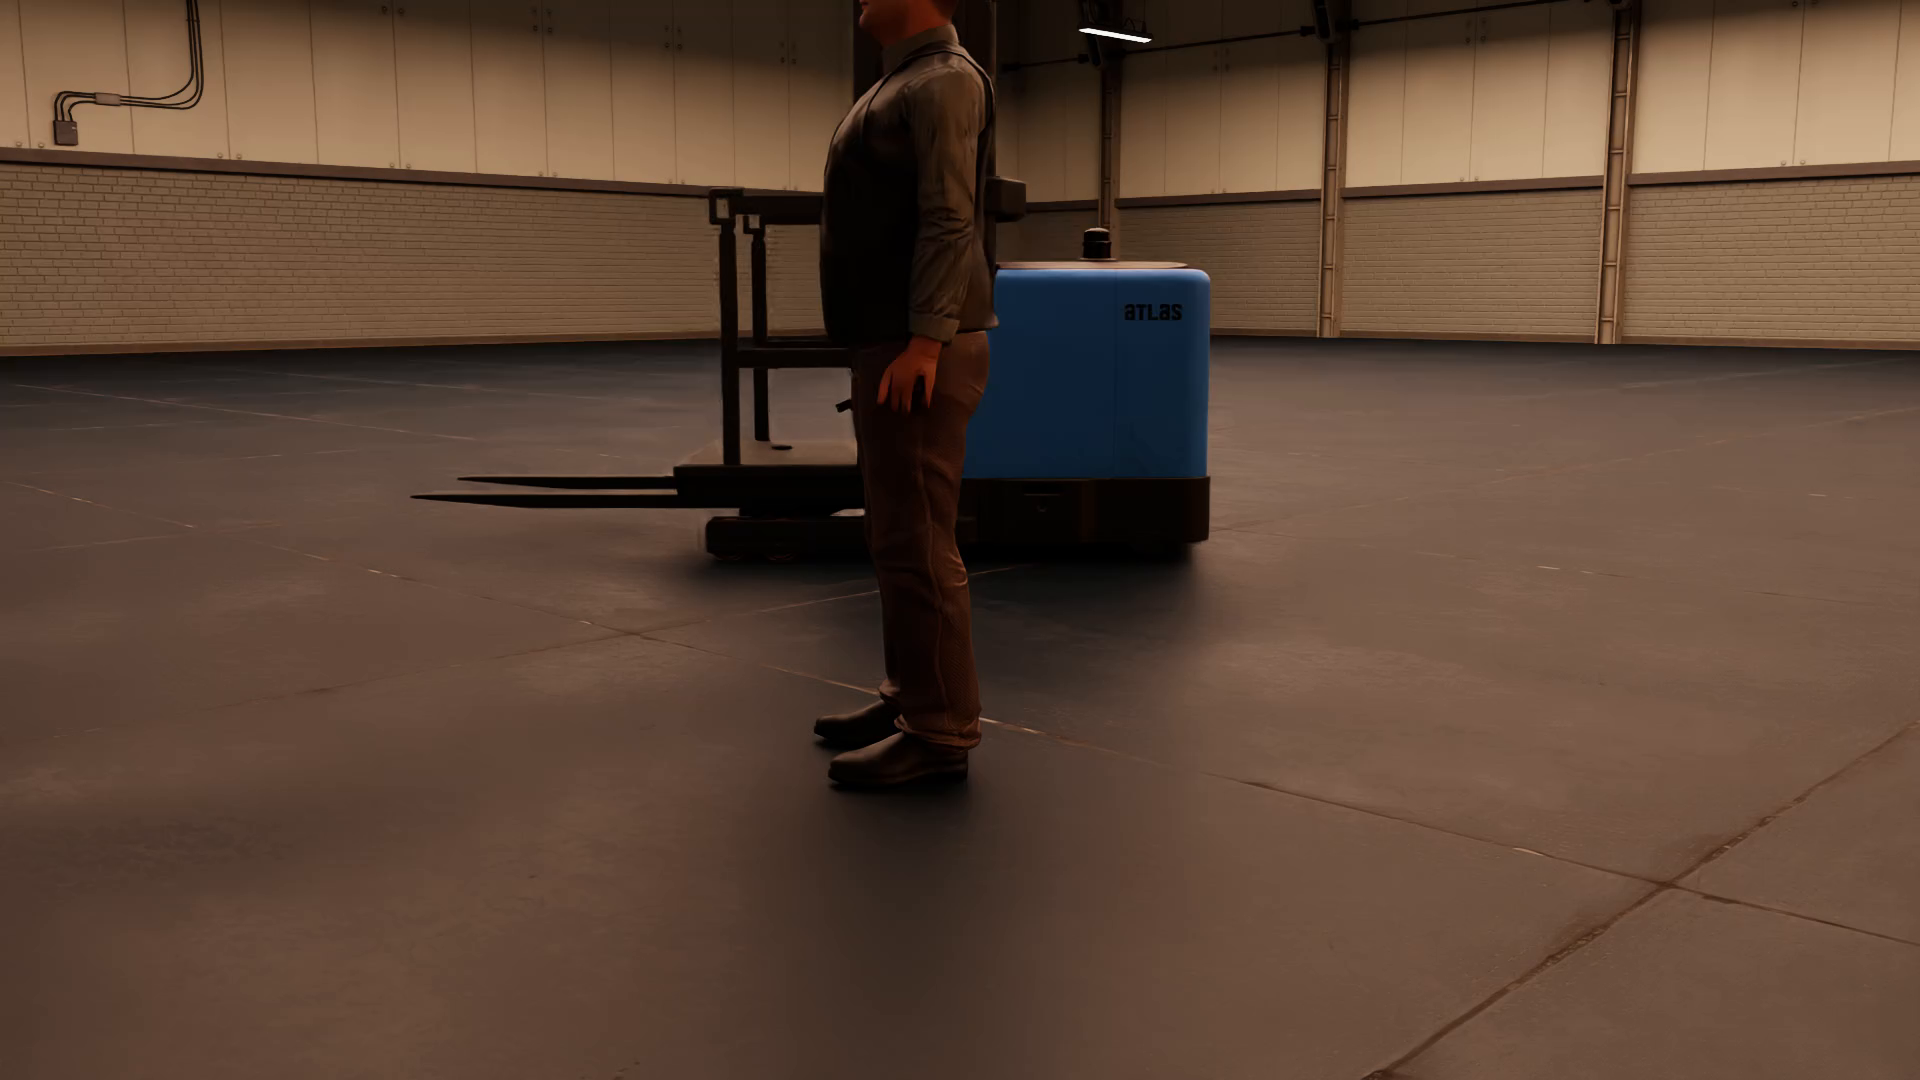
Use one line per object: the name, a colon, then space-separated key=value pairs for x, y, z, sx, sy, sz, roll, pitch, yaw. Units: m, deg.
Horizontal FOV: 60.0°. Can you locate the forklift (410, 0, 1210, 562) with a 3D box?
forklift: x=-0.581 y=-1.446 z=6.476 sx=3.031 sy=2.935 sz=1.130 roll=0 pitch=9 yaw=0

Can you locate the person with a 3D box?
person: x=-0.116 y=-0.373 z=3.418 sx=0.371 sy=1.725 sz=0.525 roll=-1 pitch=9 yaw=-7
